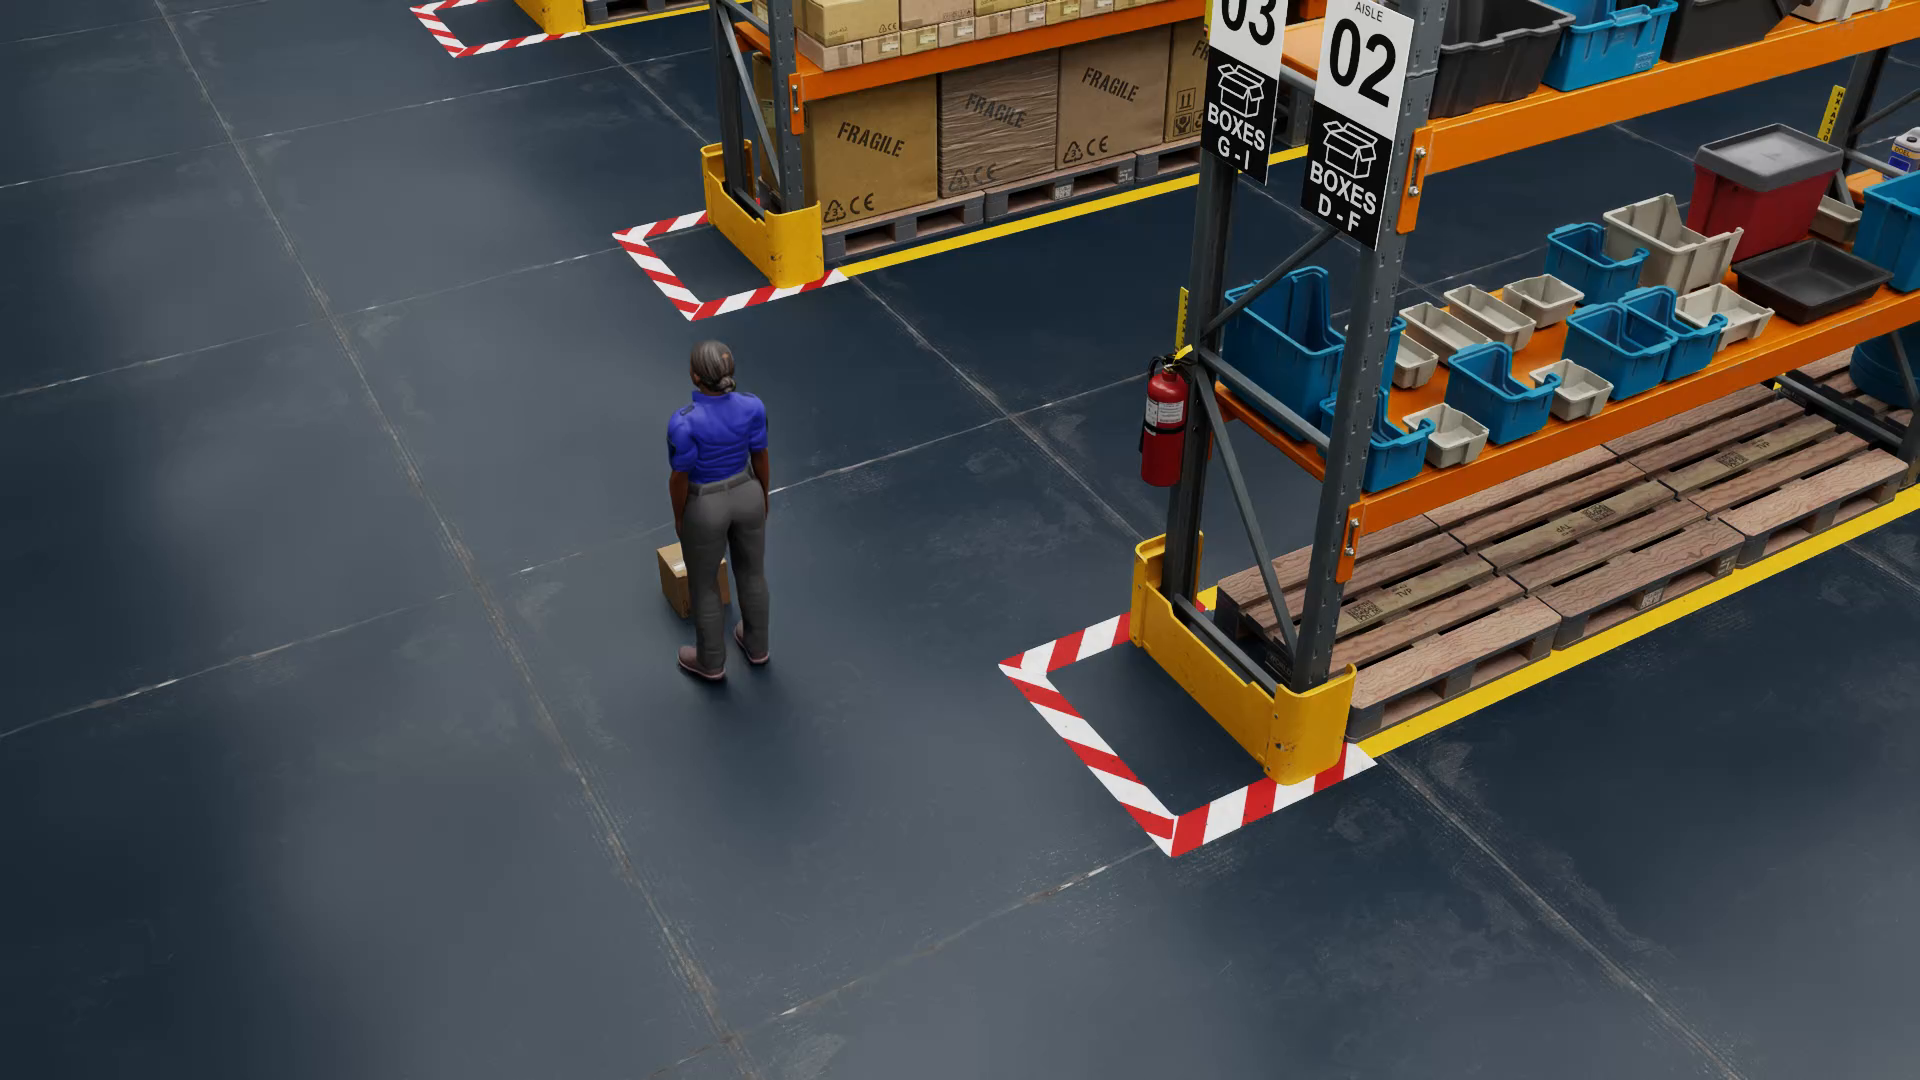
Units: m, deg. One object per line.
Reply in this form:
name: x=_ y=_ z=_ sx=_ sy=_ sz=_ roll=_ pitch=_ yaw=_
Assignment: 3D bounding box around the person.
person: x=-1.028 y=-0.128 z=7.097 sx=0.480 sy=1.671 sz=0.330 roll=-18 pitch=41 yaw=-23
